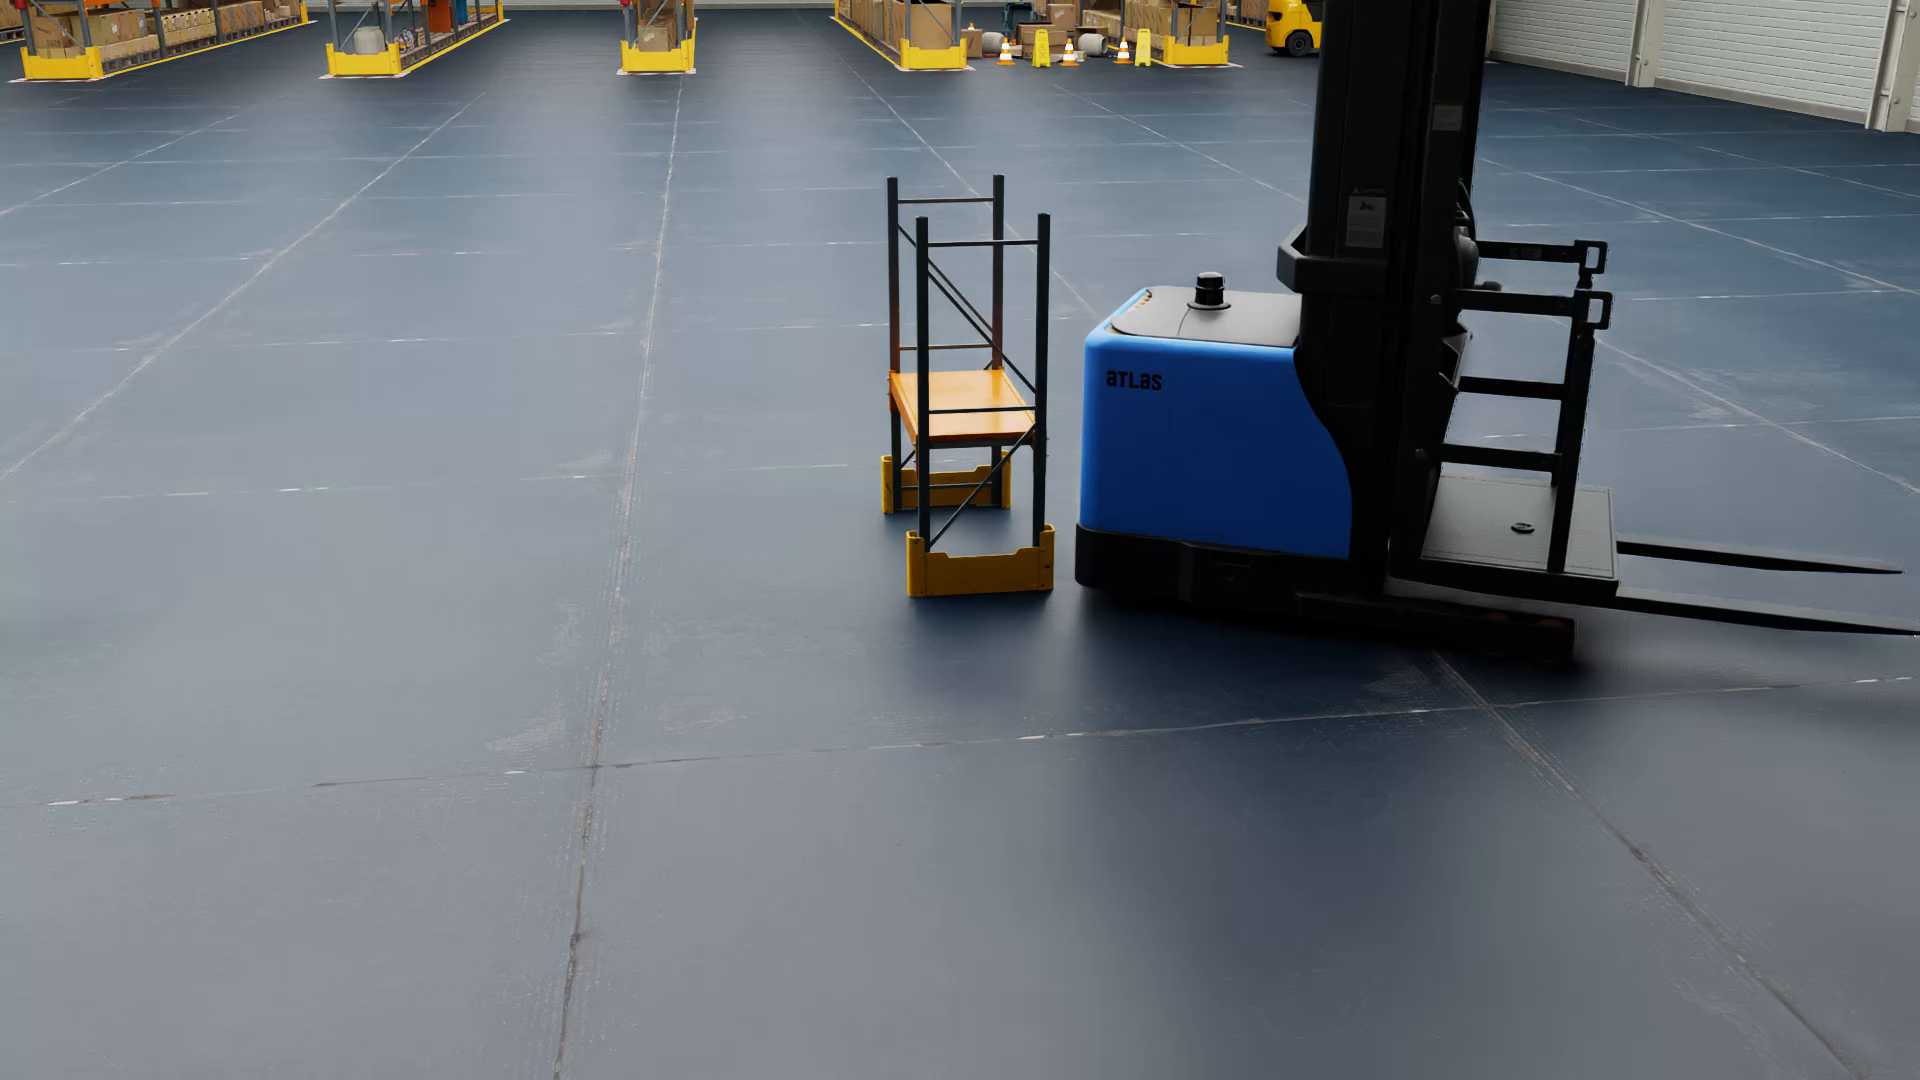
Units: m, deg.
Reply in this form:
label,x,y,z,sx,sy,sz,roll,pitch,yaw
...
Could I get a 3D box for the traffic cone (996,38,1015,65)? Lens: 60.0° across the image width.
label,x,y,z,sx,sy,sz,roll,pitch,yaw
traffic cone,0.847,-9.050,30.784,0.336,0.463,0.334,-3,21,-8

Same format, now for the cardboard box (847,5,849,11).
label,x,y,z,sx,sy,sz,roll,pitch,yaw
cardboard box,-2.623,-13.324,41.652,0.380,0.149,0.250,-4,21,-10

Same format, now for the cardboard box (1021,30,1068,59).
label,x,y,z,sx,sy,sz,roll,pitch,yaw
cardboard box,1.643,-9.578,32.142,0.637,0.503,0.797,17,27,39

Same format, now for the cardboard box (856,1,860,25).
label,x,y,z,sx,sy,sz,roll,pitch,yaw
cardboard box,-2.152,-12.355,38.981,0.500,0.500,0.500,-4,21,-10

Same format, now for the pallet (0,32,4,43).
label,x,y,z,sx,sy,sz,roll,pitch,yaw
pallet,-21.302,-10.758,35.719,1.003,0.211,1.213,-3,21,-8

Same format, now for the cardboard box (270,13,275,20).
label,x,y,z,sx,sy,sz,roll,pitch,yaw
cardboard box,-16.919,-12.758,40.508,0.380,0.166,0.250,-3,21,-8

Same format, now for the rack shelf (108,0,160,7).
label,x,y,z,sx,sy,sz,roll,pitch,yaw
rack shelf,-16.073,-11.009,33.434,1.077,0.370,4.000,-3,21,-8

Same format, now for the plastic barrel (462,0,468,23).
label,x,y,z,sx,sy,sz,roll,pitch,yaw
plastic barrel,-11.974,-12.697,39.323,0.600,0.901,0.708,-3,21,-8

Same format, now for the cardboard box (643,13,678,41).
label,x,y,z,sx,sy,sz,roll,pitch,yaw
cardboard box,-6.049,-10.401,33.721,0.700,0.500,0.500,-5,21,-12

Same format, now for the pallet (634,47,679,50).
label,x,y,z,sx,sy,sz,roll,pitch,yaw
pallet,-5.670,-9.192,31.525,1.003,0.211,1.213,-3,21,-8

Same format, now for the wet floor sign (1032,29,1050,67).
label,x,y,z,sx,sy,sz,roll,pitch,yaw
wet floor sign,1.481,-8.969,30.309,0.267,0.644,0.232,-7,21,-17

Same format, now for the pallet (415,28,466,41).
label,x,y,z,sx,sy,sz,roll,pitch,yaw
pallet,-11.614,-11.252,37.041,1.003,0.211,1.213,-3,21,-8

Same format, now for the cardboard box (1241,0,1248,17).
label,x,y,z,sx,sy,sz,roll,pitch,yaw
cardboard box,7.430,-13.520,42.101,0.500,0.500,0.500,-2,21,-5

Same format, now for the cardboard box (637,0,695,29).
label,x,y,z,sx,sy,sz,roll,pitch,yaw
cardboard box,-6.637,-11.979,37.437,1.225,0.875,0.875,-4,21,-10

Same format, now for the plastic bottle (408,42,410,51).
label,x,y,z,sx,sy,sz,roll,pitch,yaw
plastic bottle,-10.337,-9.244,31.049,0.097,0.201,0.097,0,20,0

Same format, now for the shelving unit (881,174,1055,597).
label,x,y,z,sx,sy,sz,roll,pitch,yaw
shelving unit,0.011,-0.676,6.883,0.587,1.500,1.083,-3,21,-8

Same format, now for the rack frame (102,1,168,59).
label,x,y,z,sx,sy,sz,roll,pitch,yaw
rack frame,-15.785,-10.654,31.454,1.000,3.000,0.127,-3,21,-8

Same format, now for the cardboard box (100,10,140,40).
label,x,y,z,sx,sy,sz,roll,pitch,yaw
cardboard box,-15.365,-9.418,30.402,0.500,0.500,0.500,-3,21,-8

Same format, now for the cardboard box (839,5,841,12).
label,x,y,z,sx,sy,sz,roll,pitch,yaw
cardboard box,-3.030,-14.186,44.385,0.380,0.149,0.250,-2,21,-7

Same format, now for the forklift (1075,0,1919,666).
label,x,y,z,sx,sy,sz,roll,pitch,yaw
forklift,2.029,-1.127,6.044,3.031,2.935,1.130,7,22,18

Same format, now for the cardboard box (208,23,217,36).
label,x,y,z,sx,sy,sz,roll,pitch,yaw
cardboard box,-16.044,-10.778,35.115,0.500,0.250,0.500,-2,21,-6

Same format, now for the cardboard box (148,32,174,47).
label,x,y,z,sx,sy,sz,roll,pitch,yaw
cardboard box,-15.598,-9.715,32.269,0.500,0.250,0.500,-3,21,-9

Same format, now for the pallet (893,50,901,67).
label,x,y,z,sx,sy,sz,roll,pitch,yaw
pallet,-0.675,-8.949,30.875,1.003,0.211,1.213,-3,21,-8

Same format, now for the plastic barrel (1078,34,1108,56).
label,x,y,z,sx,sy,sz,roll,pitch,yaw
plastic barrel,2.606,-9.699,32.580,0.512,0.421,0.421,12,24,30

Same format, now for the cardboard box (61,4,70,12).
label,x,y,z,sx,sy,sz,roll,pitch,yaw
cardboard box,-21.987,-12.814,40.211,0.700,0.500,0.500,-2,21,-6

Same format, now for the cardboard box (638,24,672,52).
label,x,y,z,sx,sy,sz,roll,pitch,yaw
cardboard box,-5.598,-9.215,30.575,0.500,0.500,0.500,2,21,6

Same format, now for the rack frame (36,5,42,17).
label,x,y,z,sx,sy,sz,roll,pitch,yaw
rack frame,-21.839,-13.173,38.198,1.000,3.000,0.127,-3,21,-8

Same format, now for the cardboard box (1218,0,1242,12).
label,x,y,z,sx,sy,sz,roll,pitch,yaw
cardboard box,7.235,-14.210,43.948,0.700,0.500,0.500,-4,21,-10

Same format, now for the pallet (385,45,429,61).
label,x,y,z,sx,sy,sz,roll,pitch,yaw
pallet,-10.827,-9.362,31.979,1.003,0.211,1.213,-3,21,-8

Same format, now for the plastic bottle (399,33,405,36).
label,x,y,z,sx,sy,sz,roll,pitch,yaw
plastic bottle,-10.620,-9.542,31.740,0.152,0.276,0.135,-3,21,-8

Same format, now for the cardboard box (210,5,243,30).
label,x,y,z,sx,sy,sz,roll,pitch,yaw
cardboard box,-16.293,-11.601,36.933,0.500,0.500,0.500,-3,21,-8

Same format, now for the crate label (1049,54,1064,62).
label,x,y,z,sx,sy,sz,roll,pitch,yaw
crate label,1.839,-9.105,31.399,0.250,0.136,0.298,-15,25,-35

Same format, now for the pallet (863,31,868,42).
label,x,y,z,sx,sy,sz,roll,pitch,yaw
pallet,-1.596,-11.169,36.819,1.003,0.211,1.213,-3,21,-8

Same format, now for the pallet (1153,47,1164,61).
label,x,y,z,sx,sy,sz,roll,pitch,yaw
pallet,4.309,-9.270,31.735,1.003,0.211,1.213,-3,21,-8

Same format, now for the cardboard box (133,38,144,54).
label,x,y,z,sx,sy,sz,roll,pitch,yaw
cardboard box,-15.353,-9.067,30.535,0.500,0.250,0.500,-3,21,-8

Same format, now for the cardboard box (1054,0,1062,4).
label,x,y,z,sx,sy,sz,roll,pitch,yaw
cardboard box,2.840,-13.413,41.277,0.875,0.875,0.875,-2,21,-6

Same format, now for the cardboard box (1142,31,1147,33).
label,x,y,z,sx,sy,sz,roll,pitch,yaw
cardboard box,3.871,-9.803,32.505,0.500,0.250,0.500,-4,21,-10

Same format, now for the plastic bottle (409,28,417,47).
label,x,y,z,sx,sy,sz,roll,pitch,yaw
plastic bottle,-10.477,-9.593,31.770,0.144,0.351,0.185,-4,21,-10

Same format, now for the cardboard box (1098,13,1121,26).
label,x,y,z,sx,sy,sz,roll,pitch,yaw
cardboard box,3.538,-11.289,36.309,0.950,0.372,0.625,-2,21,-6

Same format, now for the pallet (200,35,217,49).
label,x,y,z,sx,sy,sz,roll,pitch,yaw
pallet,-16.281,-10.446,34.882,1.003,0.211,1.213,-3,21,-8

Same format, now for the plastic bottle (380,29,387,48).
label,x,y,z,sx,sy,sz,roll,pitch,yaw
plastic bottle,-11.034,-9.574,31.721,0.144,0.351,0.185,-3,21,-8

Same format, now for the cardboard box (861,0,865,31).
label,x,y,z,sx,sy,sz,roll,pitch,yaw
cardboard box,-1.637,-11.680,36.816,1.050,0.750,0.750,-3,21,-8

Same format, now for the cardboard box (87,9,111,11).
label,x,y,z,sx,sy,sz,roll,pitch,yaw
cardboard box,-15.948,-9.565,30.796,0.500,0.500,0.500,-3,21,-8

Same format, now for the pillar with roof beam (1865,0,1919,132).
label,x,y,z,sx,sy,sz,roll,pitch,yaw
pillar with roof beam,7.574,-9.244,19.104,9.100,9.000,0.400,-3,21,-8

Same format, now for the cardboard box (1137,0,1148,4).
label,x,y,z,sx,sy,sz,roll,pitch,yaw
cardboard box,3.719,-10.681,32.857,0.380,0.149,0.250,-2,21,-5

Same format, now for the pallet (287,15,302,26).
label,x,y,z,sx,sy,sz,roll,pitch,yaw
pallet,-17.388,-13.200,42.257,1.003,0.211,1.213,-3,21,-8

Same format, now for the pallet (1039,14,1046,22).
label,x,y,z,sx,sy,sz,roll,pitch,yaw
pallet,2.640,-13.383,42.746,1.003,0.211,1.213,-3,21,-8

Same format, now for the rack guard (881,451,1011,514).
label,x,y,z,sx,sy,sz,roll,pitch,yaw
rack guard,-0.061,-0.263,7.563,0.587,0.250,0.087,-3,21,-8

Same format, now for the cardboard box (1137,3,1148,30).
label,x,y,z,sx,sy,sz,roll,pitch,yaw
cardboard box,3.805,-10.330,32.844,0.500,0.500,0.500,-2,21,-5

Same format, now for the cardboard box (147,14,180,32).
label,x,y,z,sx,sy,sz,roll,pitch,yaw
cardboard box,-15.665,-10.154,32.645,0.500,0.311,0.500,-3,21,-8

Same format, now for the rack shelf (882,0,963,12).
label,x,y,z,sx,sy,sz,roll,pitch,yaw
rack shelf,-0.770,-10.338,31.636,1.077,0.370,4.000,-3,21,-8
